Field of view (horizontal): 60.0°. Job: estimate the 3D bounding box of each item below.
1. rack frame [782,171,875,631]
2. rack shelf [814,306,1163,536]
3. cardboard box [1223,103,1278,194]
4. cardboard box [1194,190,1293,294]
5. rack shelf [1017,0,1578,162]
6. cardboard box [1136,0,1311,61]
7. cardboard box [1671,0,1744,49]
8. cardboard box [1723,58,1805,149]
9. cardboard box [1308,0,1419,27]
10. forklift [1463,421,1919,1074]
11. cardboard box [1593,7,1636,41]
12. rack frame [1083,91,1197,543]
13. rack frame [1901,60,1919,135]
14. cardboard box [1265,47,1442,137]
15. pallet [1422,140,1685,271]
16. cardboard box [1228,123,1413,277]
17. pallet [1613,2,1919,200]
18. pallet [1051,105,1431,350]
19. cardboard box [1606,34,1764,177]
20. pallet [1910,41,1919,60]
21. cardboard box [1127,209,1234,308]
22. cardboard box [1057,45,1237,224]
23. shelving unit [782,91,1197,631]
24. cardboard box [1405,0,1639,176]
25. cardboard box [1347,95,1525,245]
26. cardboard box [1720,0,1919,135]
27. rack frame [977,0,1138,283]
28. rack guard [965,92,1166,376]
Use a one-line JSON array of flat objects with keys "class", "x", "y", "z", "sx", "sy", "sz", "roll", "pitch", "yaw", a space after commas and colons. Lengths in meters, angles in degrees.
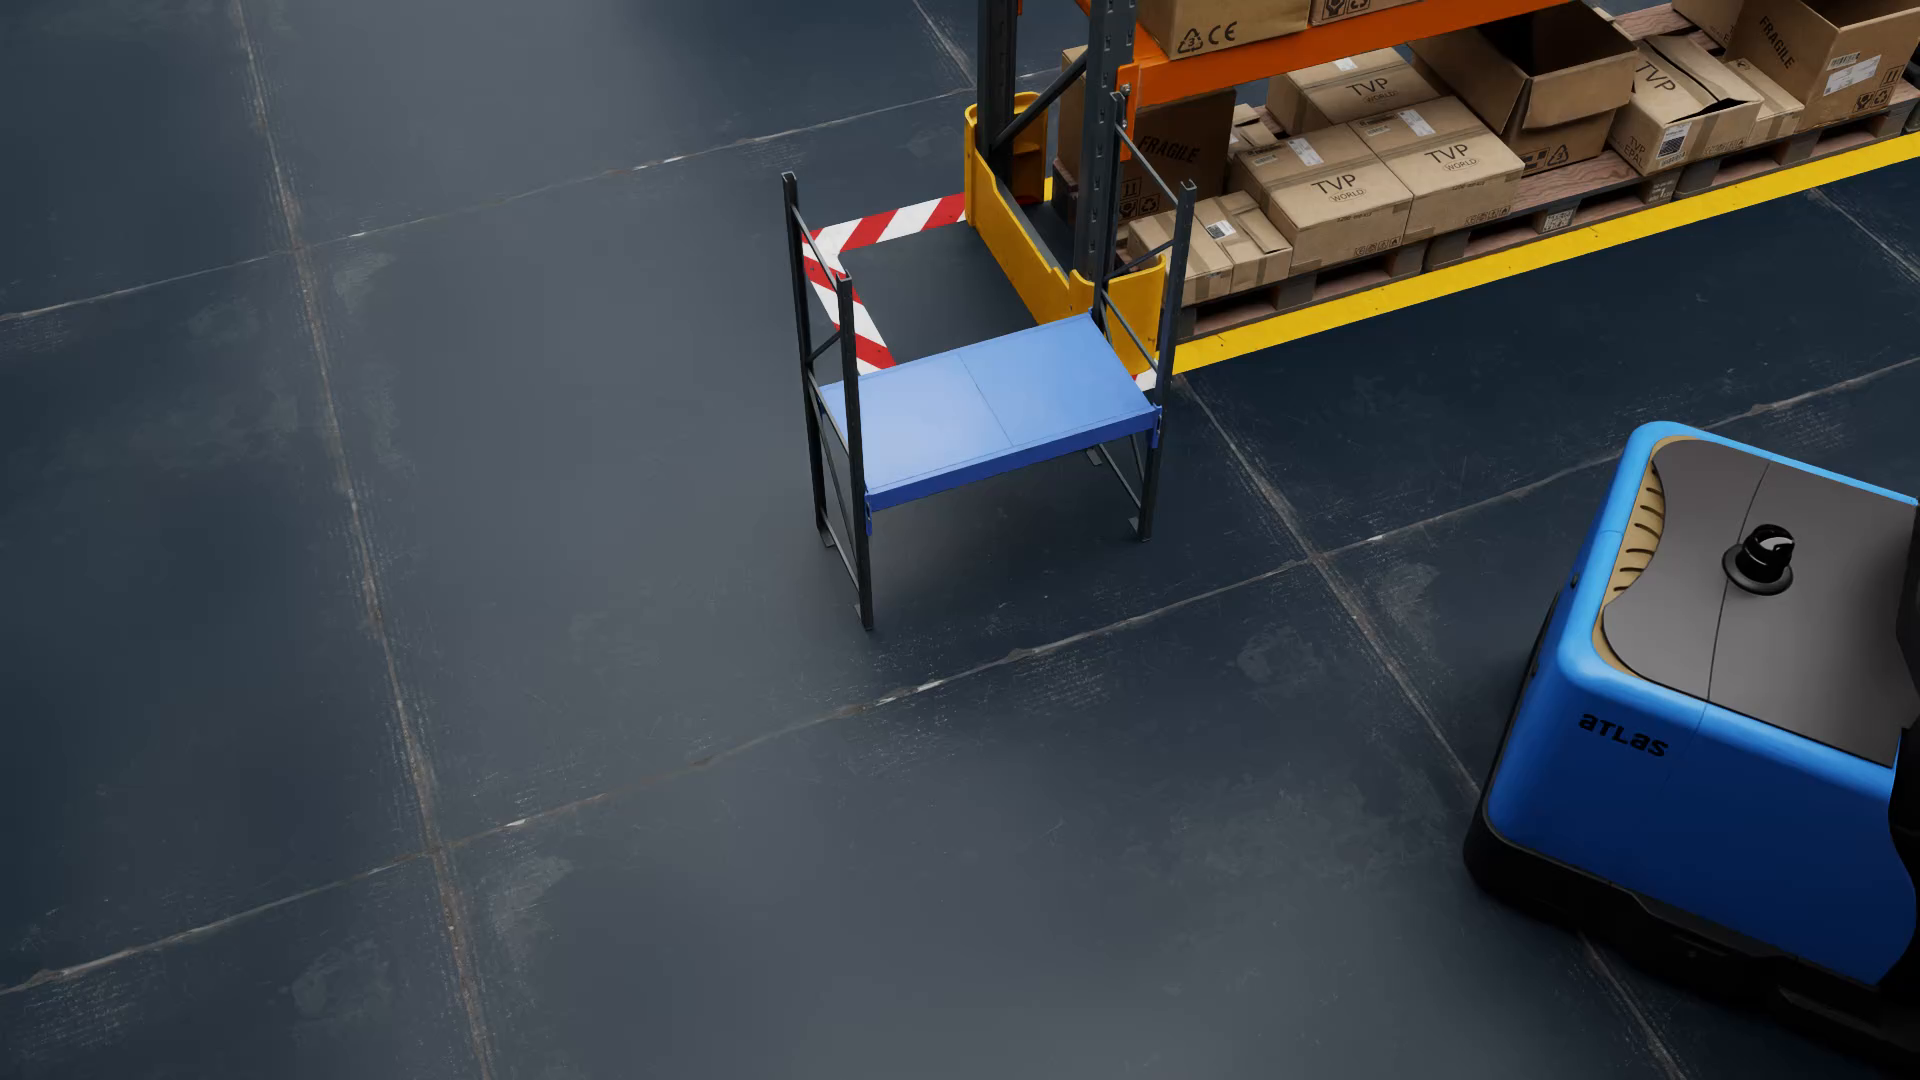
[{"class": "rack frame", "x": -0.392, "y": -0.367, "z": 5.077, "sx": 0.032, "sy": 1.500, "sz": 0.500, "roll": -17, "pitch": 52, "yaw": -14}, {"class": "rack shelf", "x": 0.079, "y": -0.396, "z": 5.338, "sx": 1.000, "sy": 0.185, "sz": 0.538, "roll": -17, "pitch": 52, "yaw": -14}, {"class": "cardboard box", "x": 1.128, "y": -1.574, "z": 6.702, "sx": 0.250, "sy": 0.166, "sz": 0.380, "roll": -17, "pitch": 52, "yaw": -14}, {"class": "cardboard box", "x": 1.058, "y": -1.143, "z": 6.332, "sx": 0.250, "sy": 0.166, "sz": 0.380, "roll": -17, "pitch": 52, "yaw": -14}, {"class": "rack shelf", "x": 2.160, "y": -2.311, "z": 6.232, "sx": 4.000, "sy": 0.370, "sz": 1.077, "roll": -17, "pitch": 52, "yaw": -14}, {"class": "cardboard box", "x": 0.819, "y": -1.947, "z": 5.379, "sx": 0.500, "sy": 0.500, "sz": 0.500, "roll": -16, "pitch": 51, "yaw": -13}, {"class": "cardboard box", "x": 3.542, "y": -2.418, "z": 7.332, "sx": 0.500, "sy": 0.311, "sz": 0.500, "roll": -17, "pitch": 52, "yaw": -14}, {"class": "cardboard box", "x": 3.267, "y": -1.822, "z": 6.926, "sx": 0.250, "sy": 0.149, "sz": 0.380, "roll": -17, "pitch": 52, "yaw": -14}, {"class": "cardboard box", "x": 1.295, "y": -2.098, "z": 5.509, "sx": 0.500, "sy": 0.500, "sz": 0.500, "roll": -18, "pitch": 52, "yaw": -15}, {"class": "forklift", "x": 3.021, "y": 0.224, "z": 3.626, "sx": 3.031, "sy": 2.935, "sz": 1.130, "roll": 21, "pitch": 53, "yaw": 17}, {"class": "cardboard box", "x": 2.745, "y": -2.116, "z": 7.168, "sx": 0.250, "sy": 0.166, "sz": 0.380, "roll": -17, "pitch": 52, "yaw": -14}, {"class": "rack frame", "x": 0.550, "y": -0.659, "z": 5.327, "sx": 0.032, "sy": 1.500, "sz": 0.500, "roll": -17, "pitch": 52, "yaw": -14}, {"class": "rack frame", "x": 4.012, "y": -3.119, "z": 6.452, "sx": 0.127, "sy": 3.000, "sz": 1.000, "roll": -17, "pitch": 52, "yaw": -14}, {"class": "cardboard box", "x": 1.610, "y": -1.800, "z": 6.841, "sx": 0.500, "sy": 0.250, "sz": 0.500, "roll": -17, "pitch": 52, "yaw": -14}, {"class": "pallet", "x": 2.245, "y": -1.662, "z": 7.038, "sx": 1.213, "sy": 0.211, "sz": 1.003, "roll": -17, "pitch": 52, "yaw": -14}, {"class": "cardboard box", "x": 1.382, "y": -1.320, "z": 6.429, "sx": 0.500, "sy": 0.250, "sz": 0.500, "roll": -17, "pitch": 52, "yaw": -14}, {"class": "pallet", "x": 3.376, "y": -2.014, "z": 7.341, "sx": 1.213, "sy": 0.211, "sz": 1.003, "roll": -17, "pitch": 52, "yaw": -14}, {"class": "pallet", "x": 1.117, "y": -1.315, "z": 6.740, "sx": 1.213, "sy": 0.211, "sz": 1.003, "roll": -17, "pitch": 52, "yaw": -14}, {"class": "cardboard box", "x": 2.897, "y": -1.809, "z": 6.809, "sx": 0.500, "sy": 0.311, "sz": 0.500, "roll": -17, "pitch": 52, "yaw": -14}, {"class": "pallet", "x": 4.751, "y": -2.471, "z": 7.733, "sx": 1.213, "sy": 0.211, "sz": 1.003, "roll": -17, "pitch": 52, "yaw": -14}, {"class": "cardboard box", "x": 0.827, "y": -1.065, "z": 6.277, "sx": 0.250, "sy": 0.149, "sz": 0.380, "roll": -17, "pitch": 52, "yaw": -14}, {"class": "cardboard box", "x": 0.719, "y": -1.630, "z": 6.530, "sx": 0.500, "sy": 0.500, "sz": 0.500, "roll": -17, "pitch": 52, "yaw": -14}, {"class": "shelving unit", "x": 0.079, "y": -0.513, "z": 5.202, "sx": 1.048, "sy": 1.500, "sz": 0.538, "roll": -17, "pitch": 52, "yaw": -14}, {"class": "cardboard box", "x": 2.275, "y": -1.907, "z": 6.766, "sx": 0.637, "sy": 0.503, "sz": 0.797, "roll": -17, "pitch": 52, "yaw": -14}, {"class": "cardboard box", "x": 1.845, "y": -1.463, "z": 6.552, "sx": 0.500, "sy": 0.250, "sz": 0.500, "roll": -17, "pitch": 52, "yaw": -14}, {"class": "cardboard box", "x": 3.592, "y": -2.086, "z": 6.922, "sx": 0.500, "sy": 0.500, "sz": 0.500, "roll": -17, "pitch": 52, "yaw": -14}, {"class": "rack frame", "x": 0.309, "y": -1.972, "z": 5.466, "sx": 0.127, "sy": 3.000, "sz": 1.000, "roll": -17, "pitch": 52, "yaw": -14}, {"class": "rack guard", "x": 0.379, "y": -1.179, "z": 6.433, "sx": 0.348, "sy": 0.500, "sz": 1.175, "roll": -17, "pitch": 52, "yaw": -14}]
